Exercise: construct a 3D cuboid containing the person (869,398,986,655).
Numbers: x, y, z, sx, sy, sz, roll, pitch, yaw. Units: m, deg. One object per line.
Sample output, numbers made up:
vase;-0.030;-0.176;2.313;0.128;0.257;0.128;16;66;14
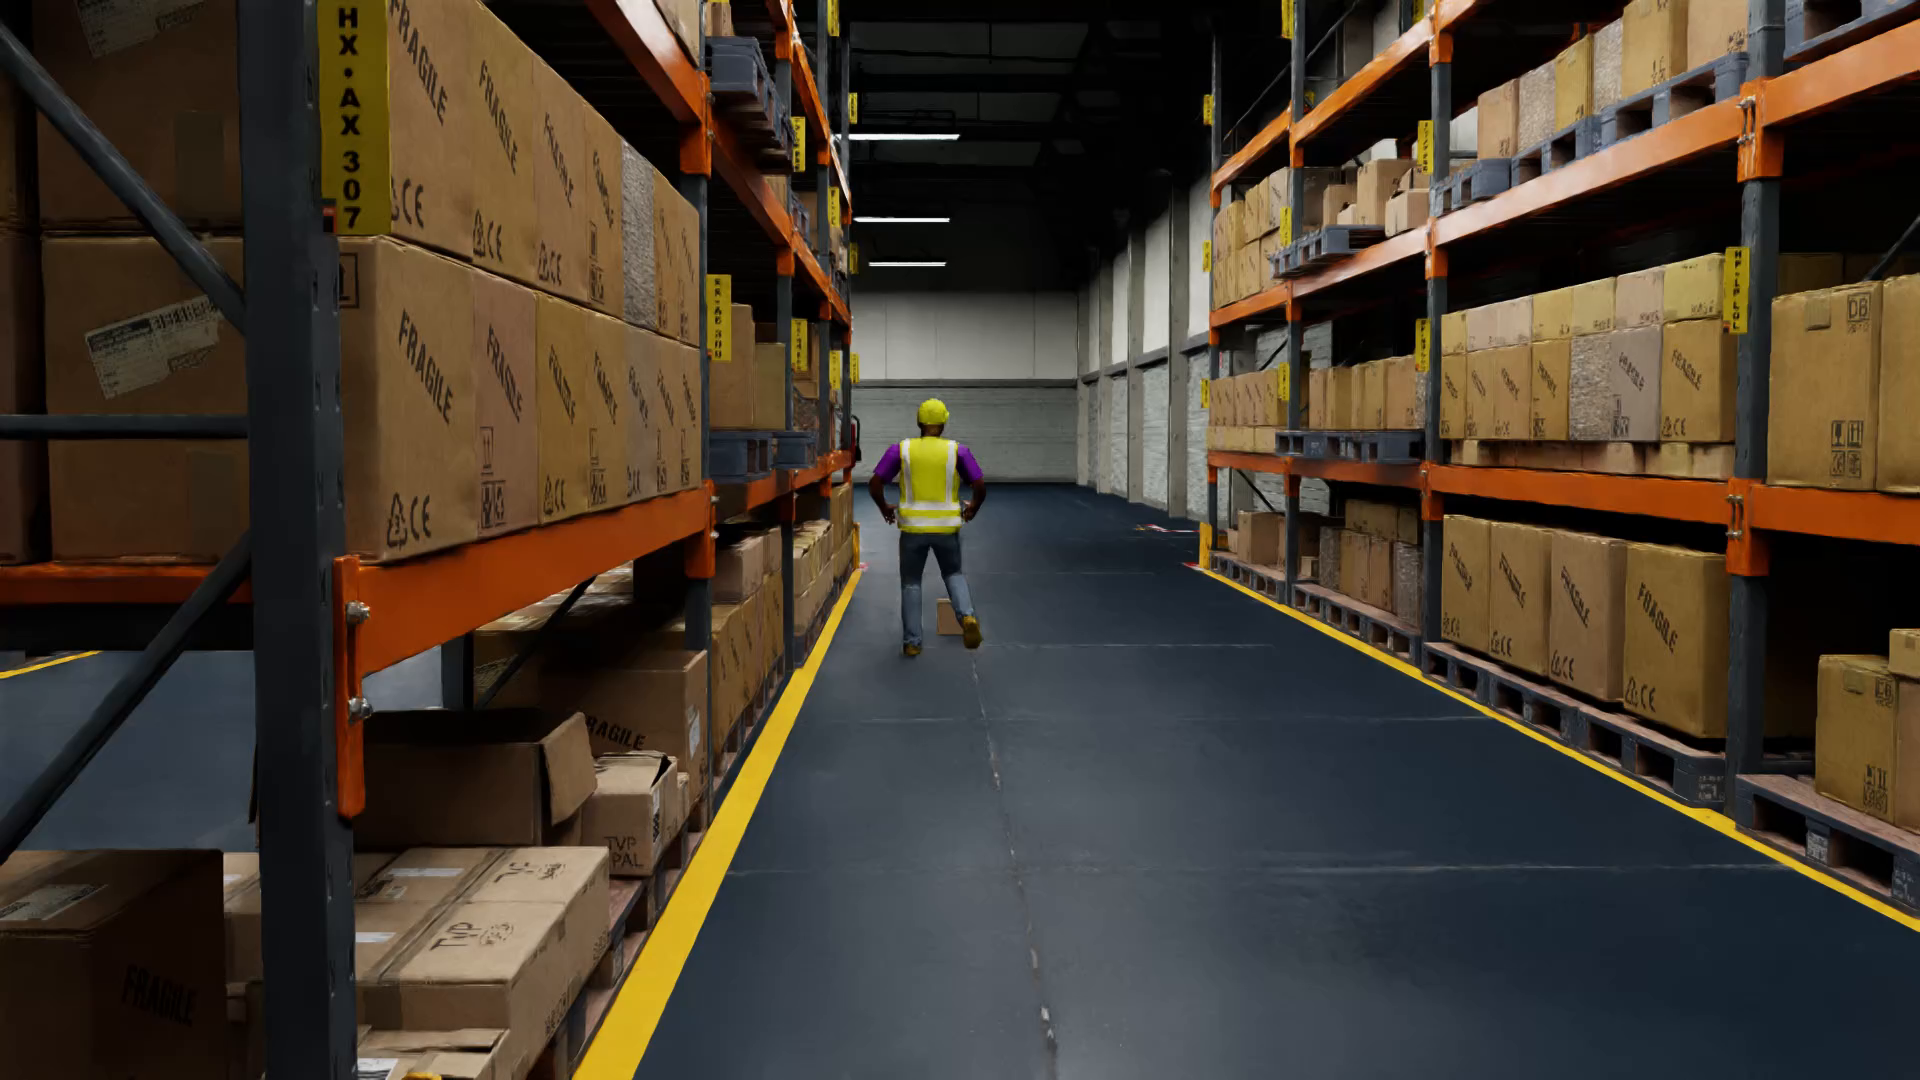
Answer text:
person;-0.227;-0.089;11.211;0.779;1.729;0.488;0;4;-5
